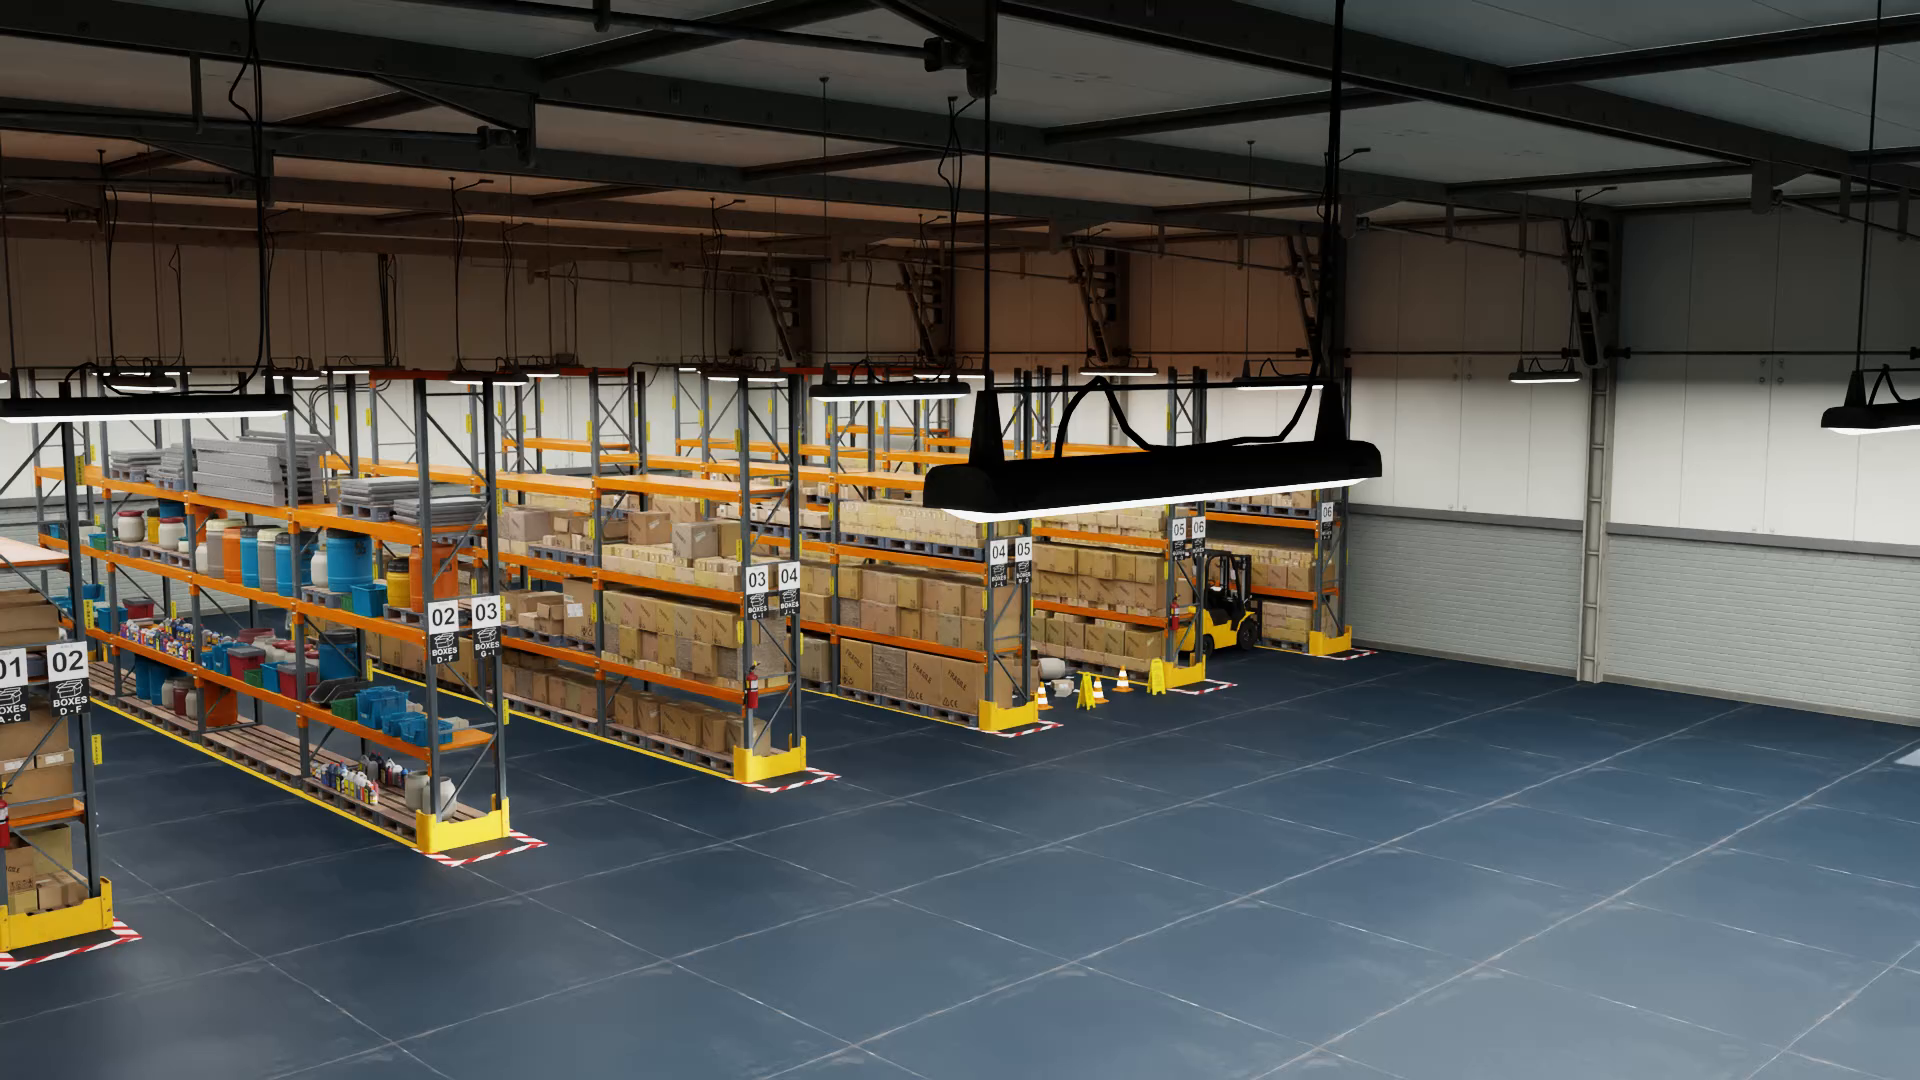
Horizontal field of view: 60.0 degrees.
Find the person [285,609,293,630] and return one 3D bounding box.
[{"bbox_3d":[-15.131,1.272,37.756,0.446,1.607,0.419,6,9,41],"label":"person"}]

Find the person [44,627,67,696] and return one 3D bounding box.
[{"bbox_3d":[-16.108,2.135,29.465,0.554,1.756,0.782,-1,6,-7],"label":"person"}]
